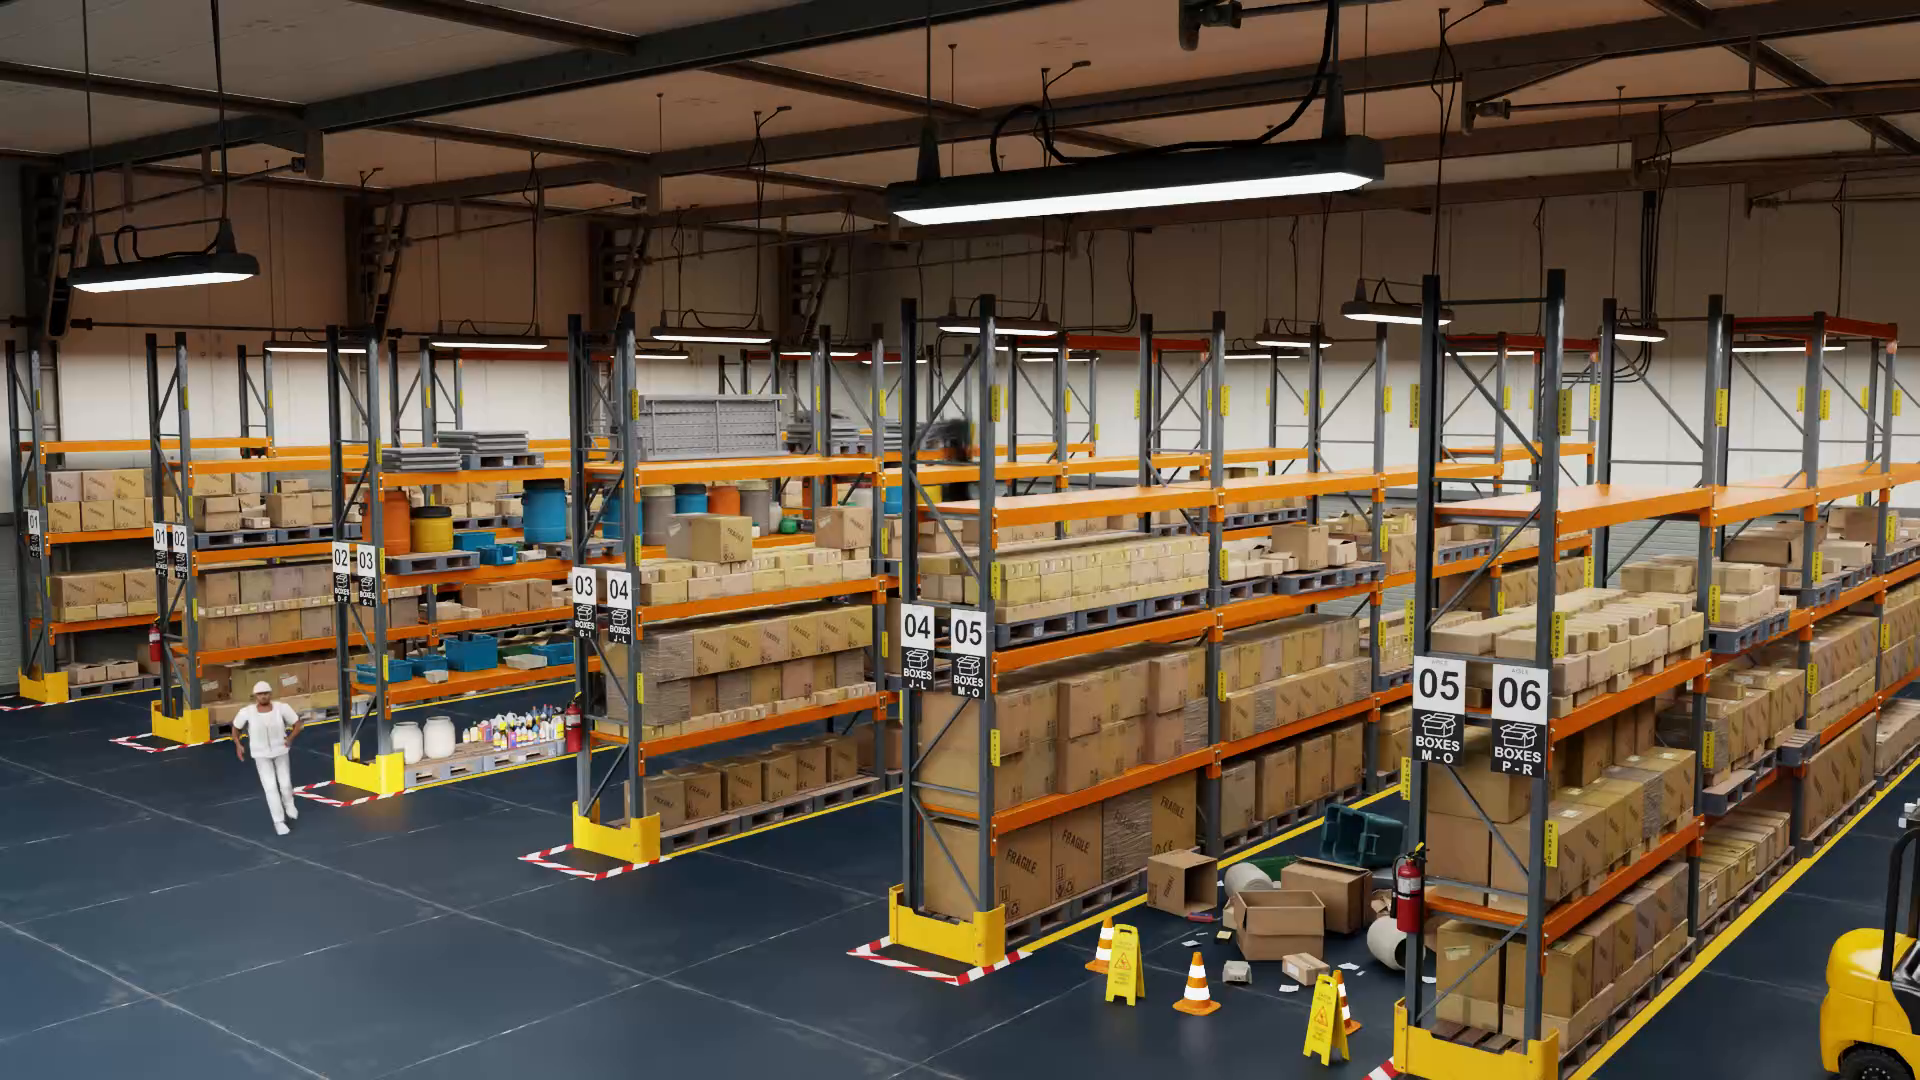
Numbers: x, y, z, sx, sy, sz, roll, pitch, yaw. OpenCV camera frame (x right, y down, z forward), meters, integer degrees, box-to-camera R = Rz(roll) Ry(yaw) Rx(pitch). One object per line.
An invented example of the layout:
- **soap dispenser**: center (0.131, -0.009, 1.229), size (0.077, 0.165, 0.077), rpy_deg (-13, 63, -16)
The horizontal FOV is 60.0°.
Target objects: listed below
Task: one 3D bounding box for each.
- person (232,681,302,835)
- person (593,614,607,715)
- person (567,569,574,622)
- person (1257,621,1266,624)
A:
- **person**: center (-8.106, 2.519, 19.504), size (0.758, 1.741, 0.974), rpy_deg (-3, 6, -27)
- **person**: center (-5.649, 1.945, 26.800), size (0.760, 1.745, 1.065), rpy_deg (2, 6, 25)
- **person**: center (-7.886, 1.244, 34.354), size (0.665, 1.702, 0.745), rpy_deg (2, 6, 21)
- **person**: center (4.683, 2.058, 25.658), size (0.518, 1.640, 0.729), rpy_deg (4, 6, 38)
